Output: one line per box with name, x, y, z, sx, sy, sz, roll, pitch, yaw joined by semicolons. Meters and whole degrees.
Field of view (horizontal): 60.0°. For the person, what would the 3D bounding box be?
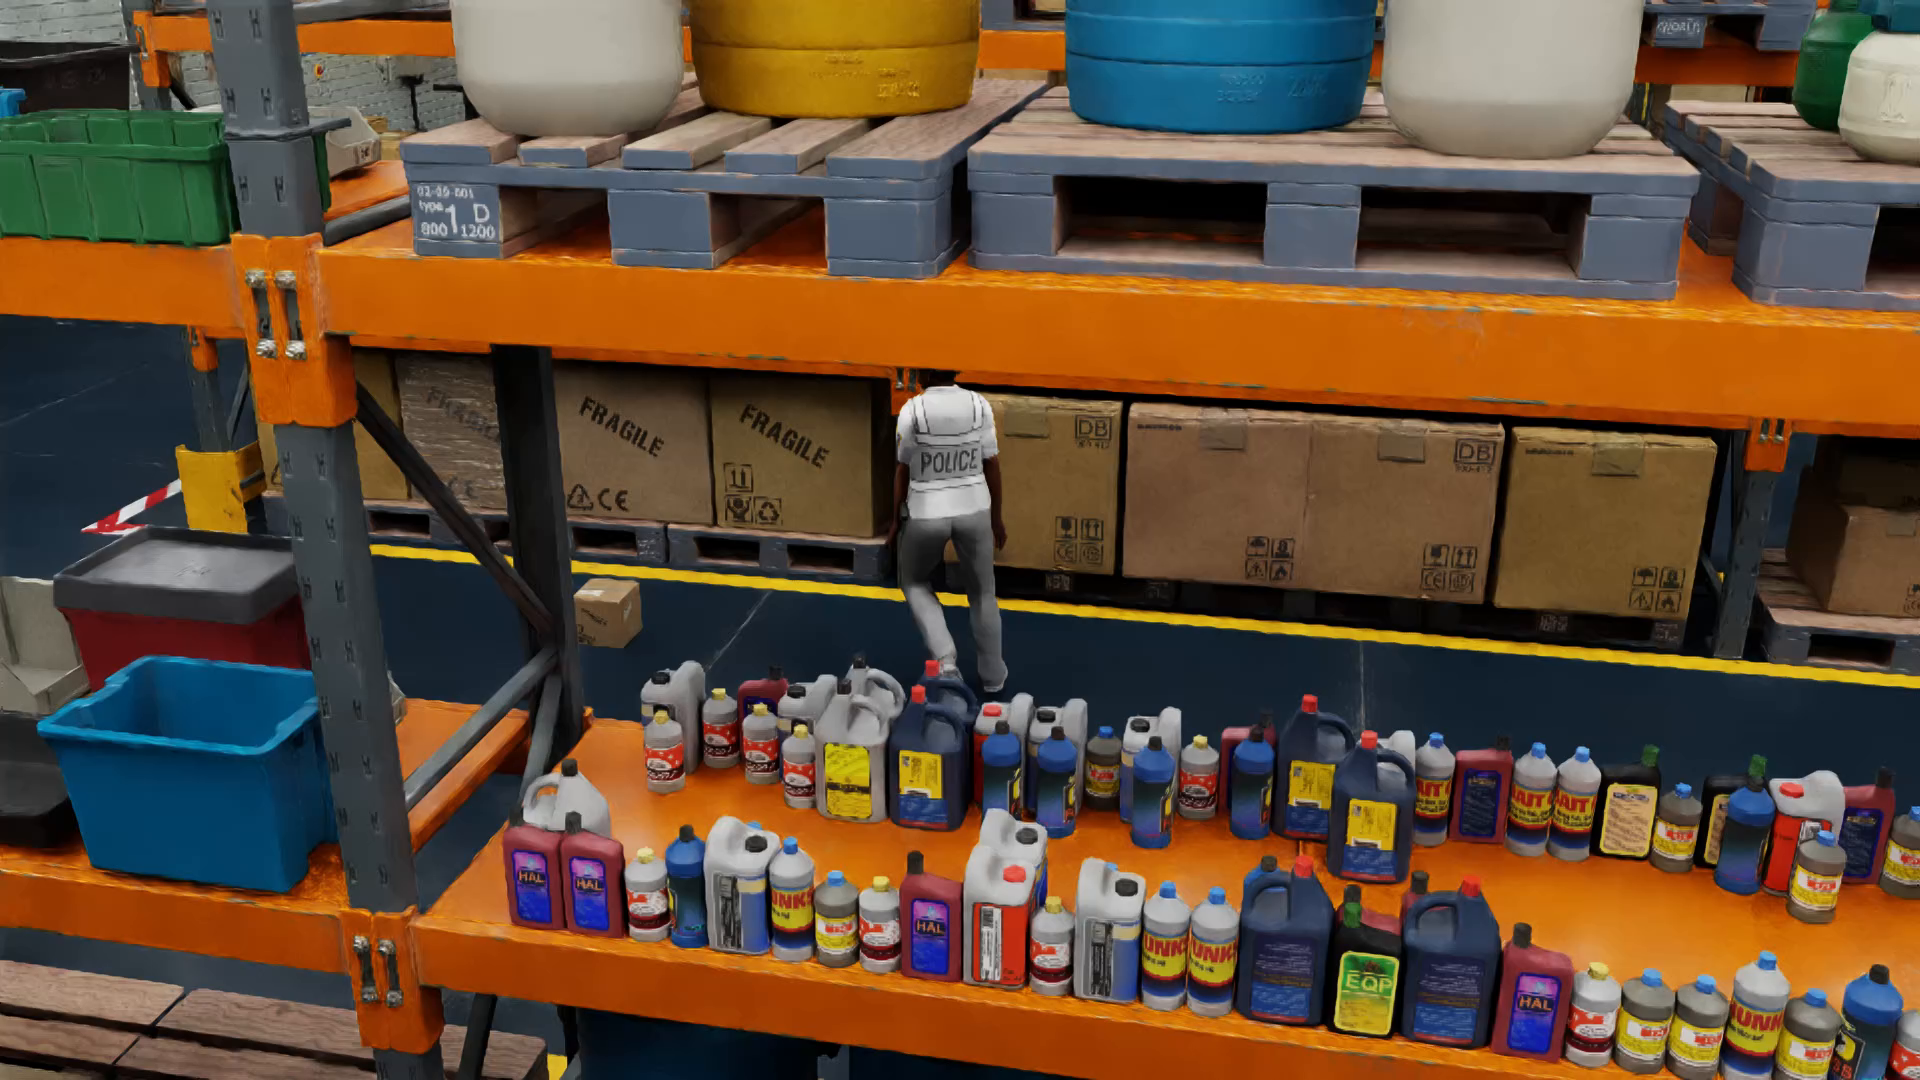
person;-0.028;-0.081;7.272;0.557;1.643;0.451;-5;22;-12
